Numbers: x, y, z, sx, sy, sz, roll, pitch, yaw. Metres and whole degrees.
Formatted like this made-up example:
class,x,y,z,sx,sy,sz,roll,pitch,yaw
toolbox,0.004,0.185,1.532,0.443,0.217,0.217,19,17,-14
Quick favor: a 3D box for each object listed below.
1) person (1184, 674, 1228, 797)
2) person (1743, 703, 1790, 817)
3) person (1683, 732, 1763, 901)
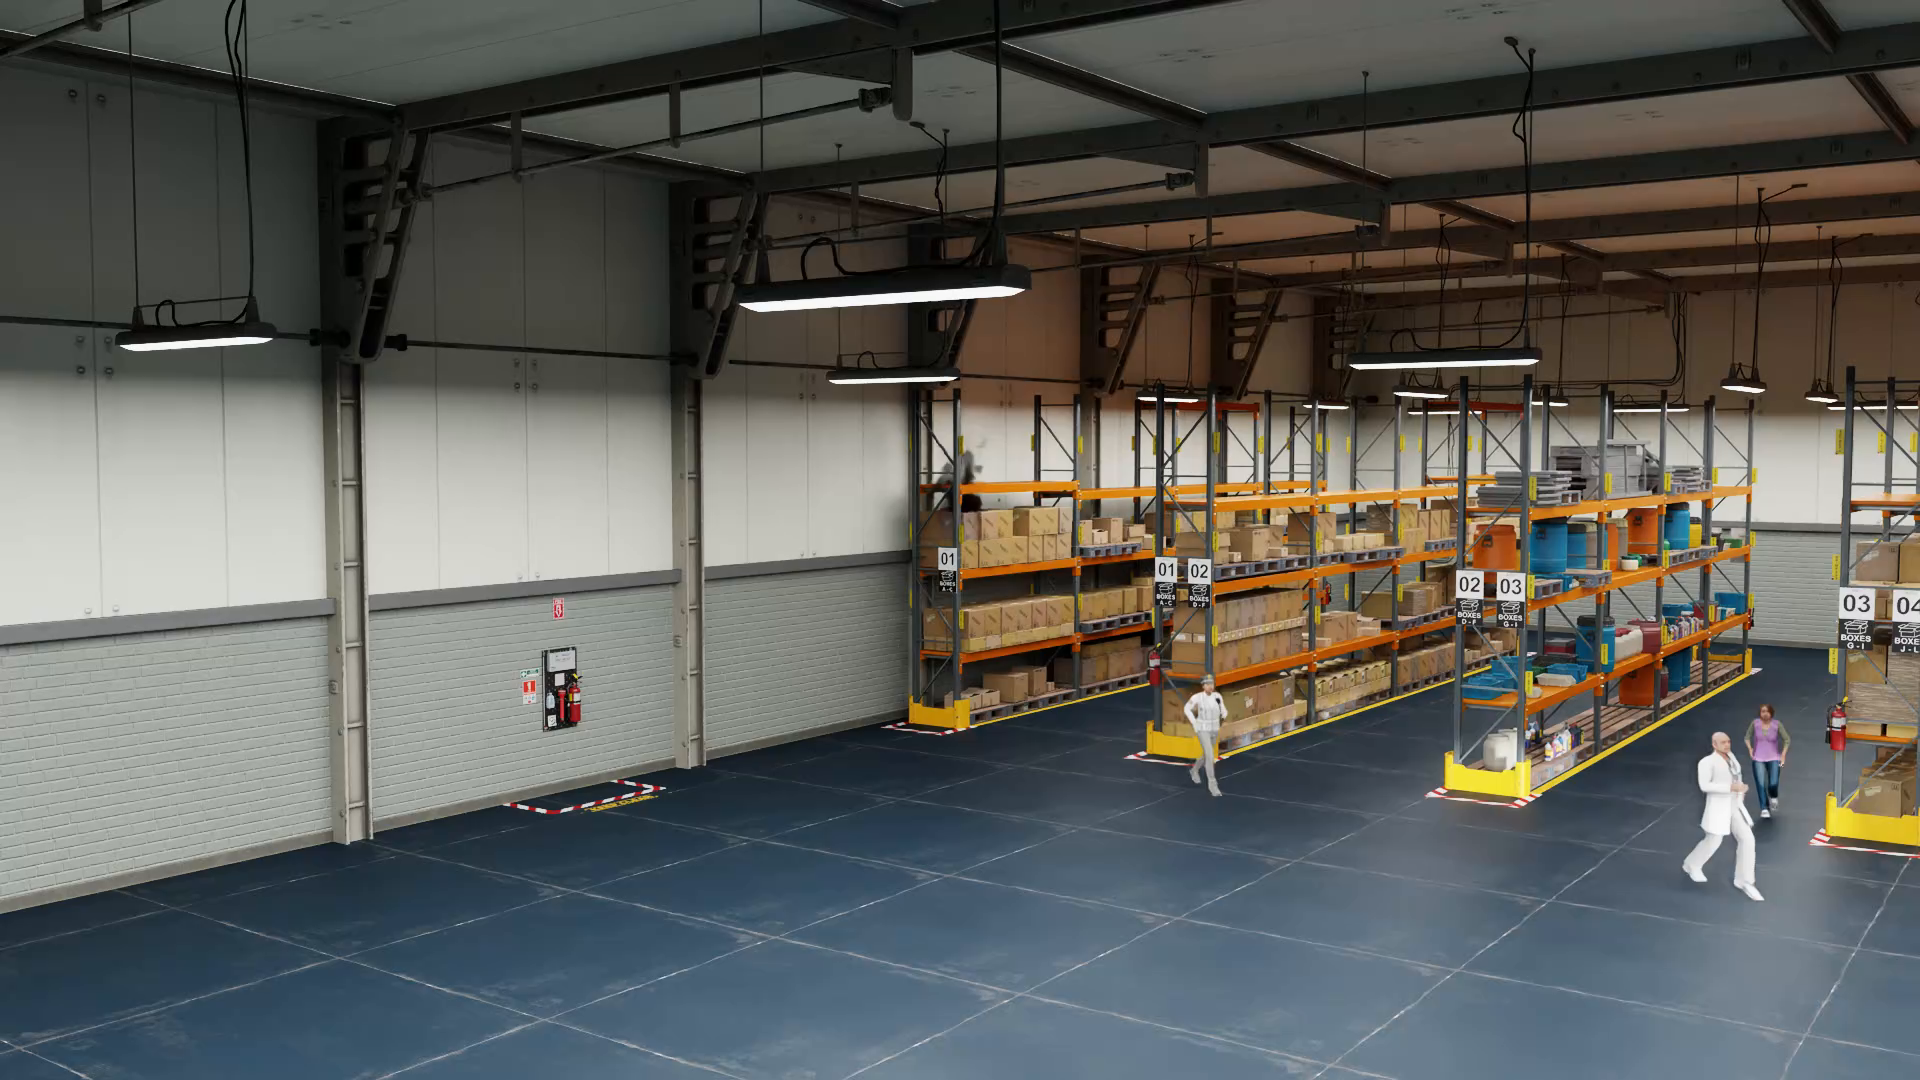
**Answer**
class,x,y,z,sx,sy,sz,roll,pitch,yaw
person,3.594,2.784,24.072,0.597,1.720,0.850,-1,4,-22
person,10.792,2.951,22.269,0.564,1.545,0.541,2,4,31
person,8.587,3.061,18.675,0.729,1.811,0.974,-1,3,-19
